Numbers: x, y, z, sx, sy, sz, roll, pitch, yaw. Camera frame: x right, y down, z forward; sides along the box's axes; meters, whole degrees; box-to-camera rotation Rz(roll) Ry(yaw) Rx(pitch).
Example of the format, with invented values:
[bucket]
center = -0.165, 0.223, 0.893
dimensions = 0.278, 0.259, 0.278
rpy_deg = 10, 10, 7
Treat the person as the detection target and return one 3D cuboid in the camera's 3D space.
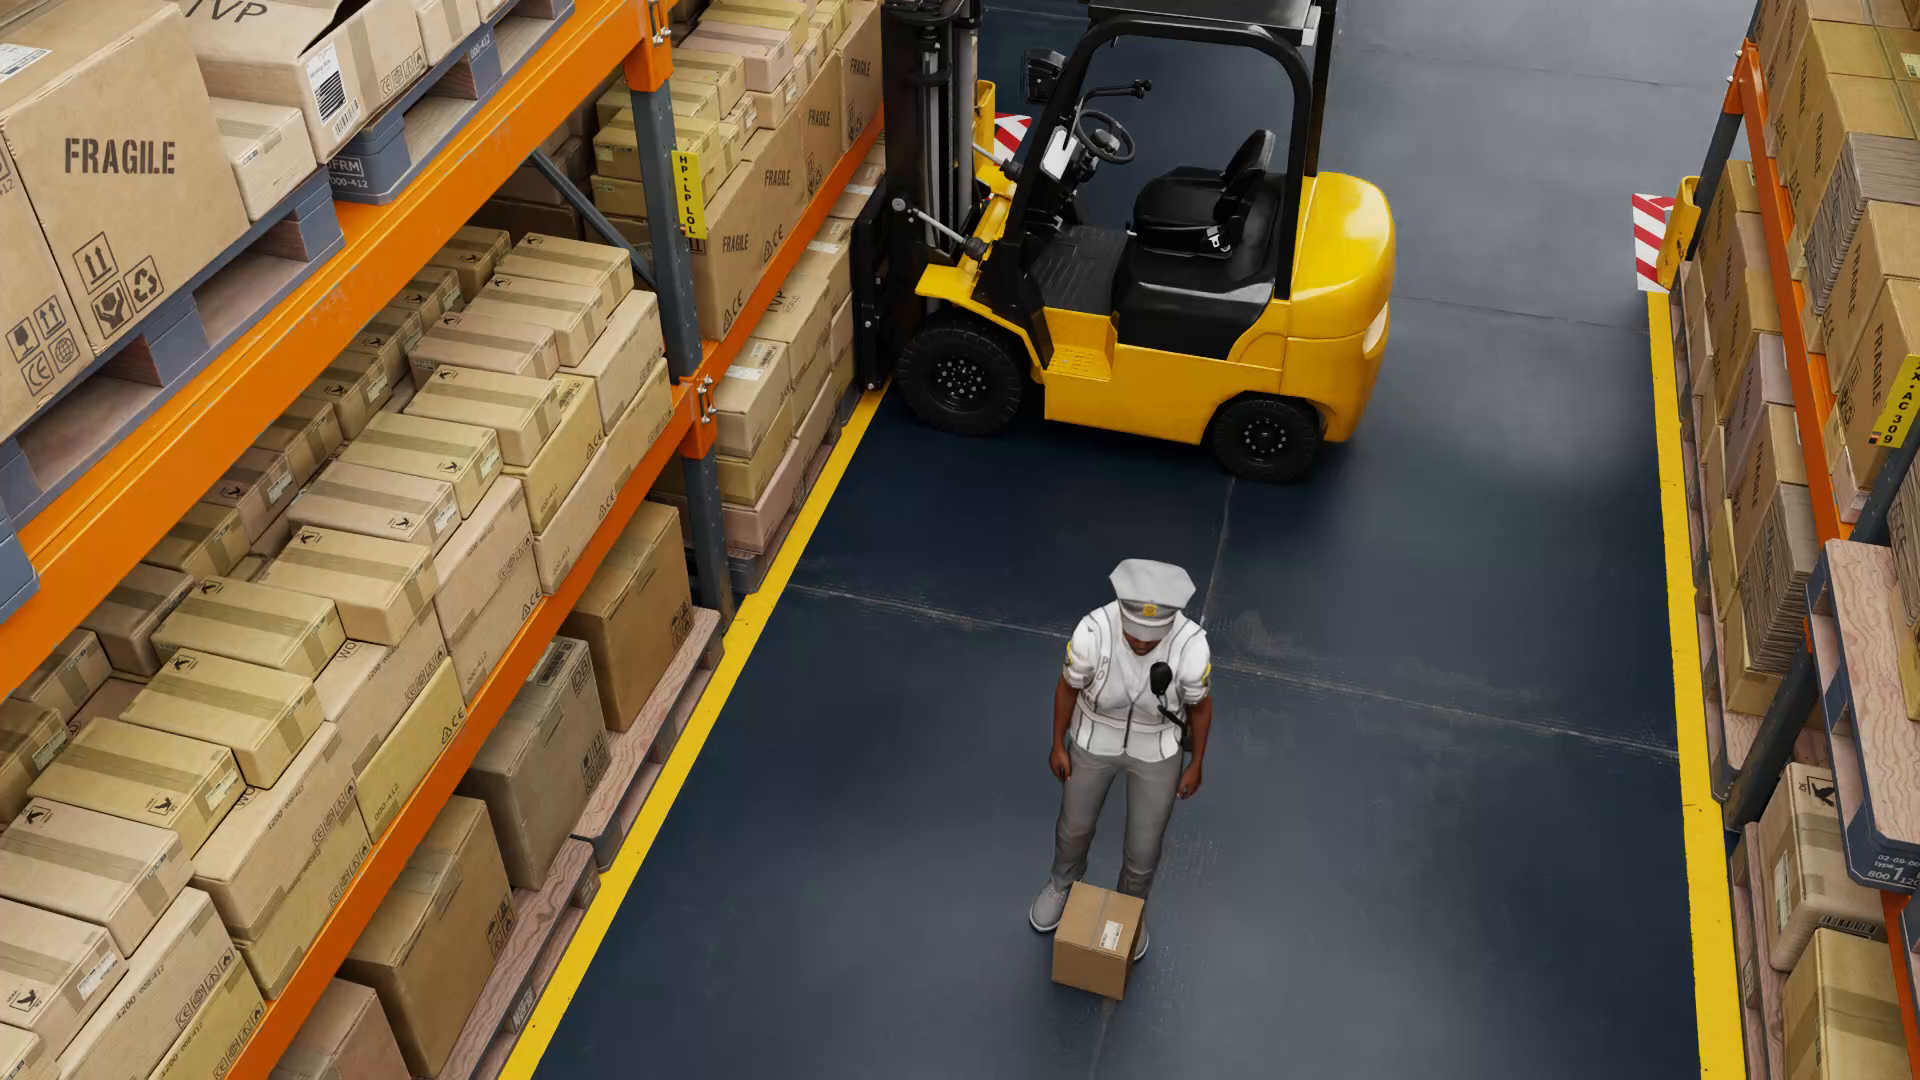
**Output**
[person]
center = 0.524, 0.692, 5.367
dimensions = 0.532, 1.662, 0.424
rpy_deg = 8, 42, 9
